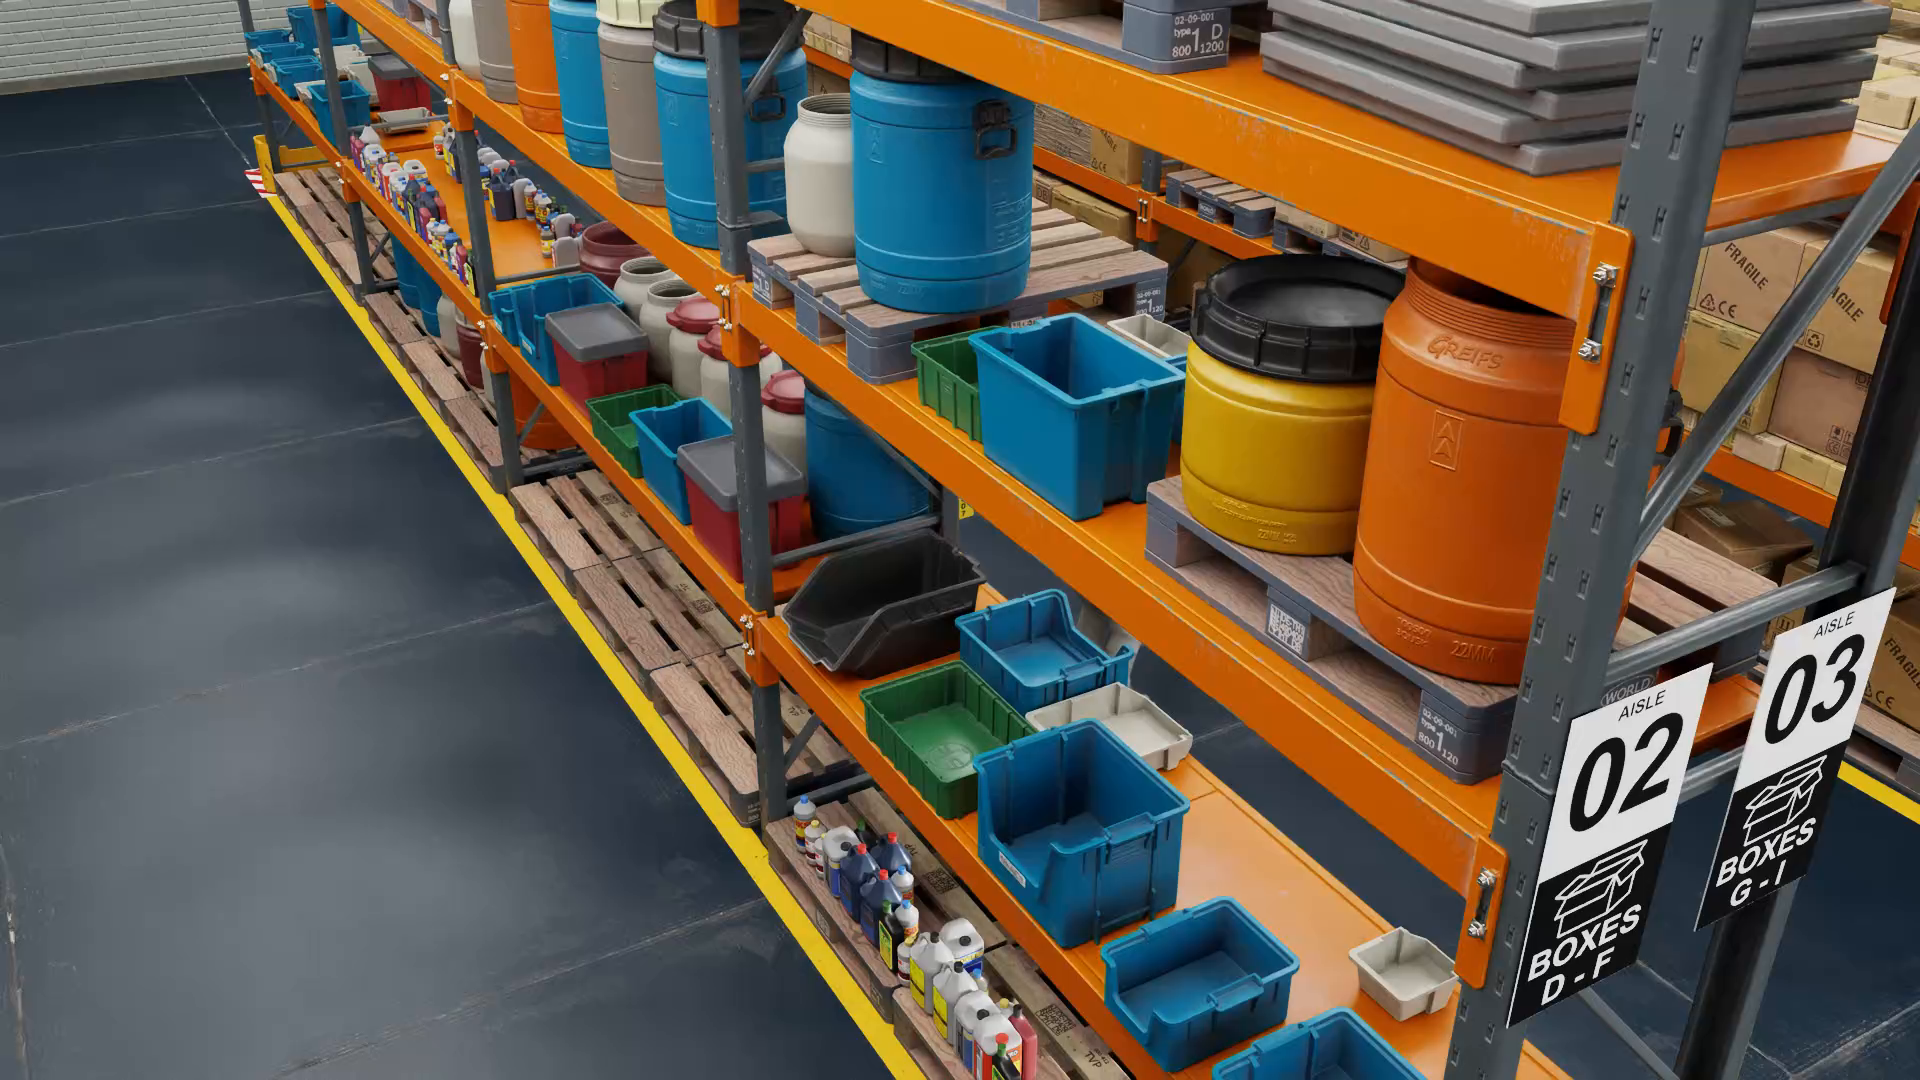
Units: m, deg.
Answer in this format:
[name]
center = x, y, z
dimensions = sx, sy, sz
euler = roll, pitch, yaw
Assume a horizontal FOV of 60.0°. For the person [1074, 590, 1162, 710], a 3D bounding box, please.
[person]
center = 0.745, 0.081, 8.409
dimensions = 0.439, 1.748, 0.606
euler = -18, 33, -29
